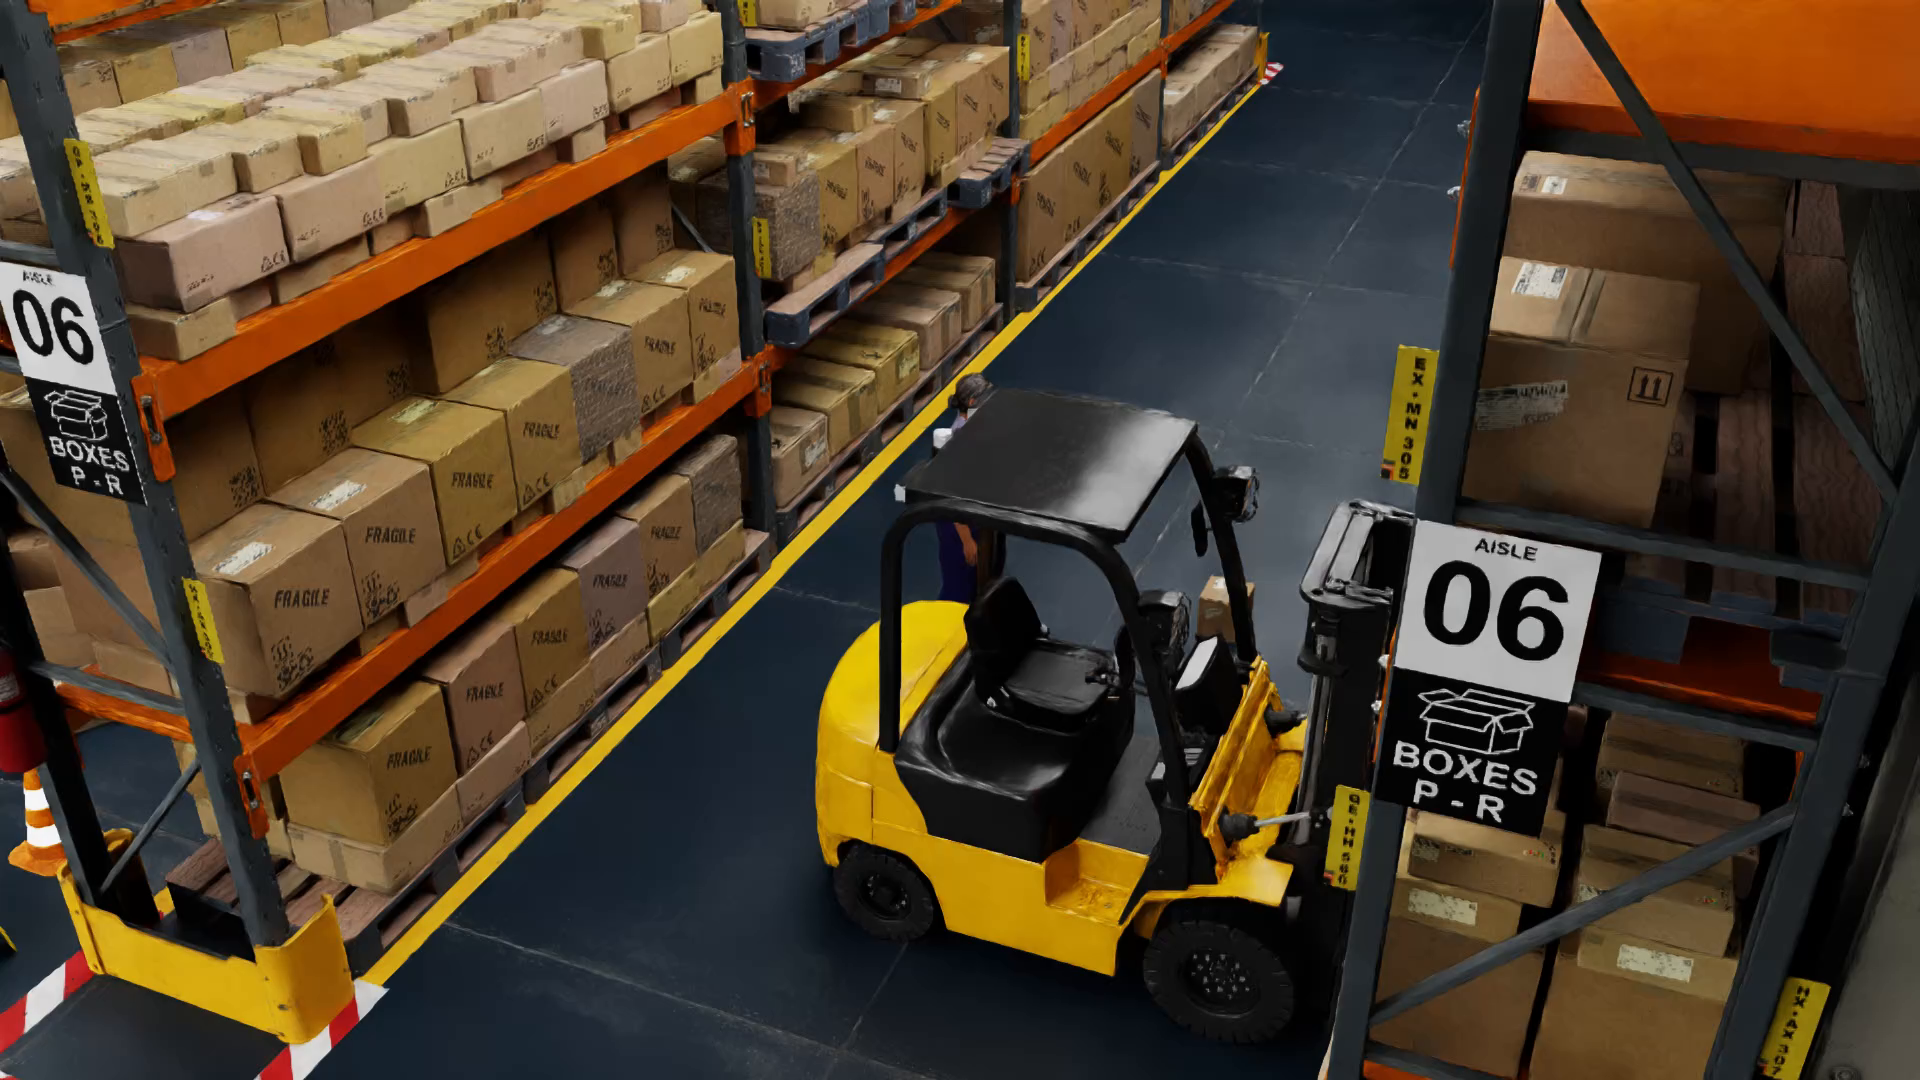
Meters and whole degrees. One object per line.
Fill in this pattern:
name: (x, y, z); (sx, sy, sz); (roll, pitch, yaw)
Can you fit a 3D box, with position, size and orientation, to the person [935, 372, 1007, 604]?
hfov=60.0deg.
person: (0.086, -0.087, 8.521); (0.401, 1.643, 0.624); (12, 32, 20)
